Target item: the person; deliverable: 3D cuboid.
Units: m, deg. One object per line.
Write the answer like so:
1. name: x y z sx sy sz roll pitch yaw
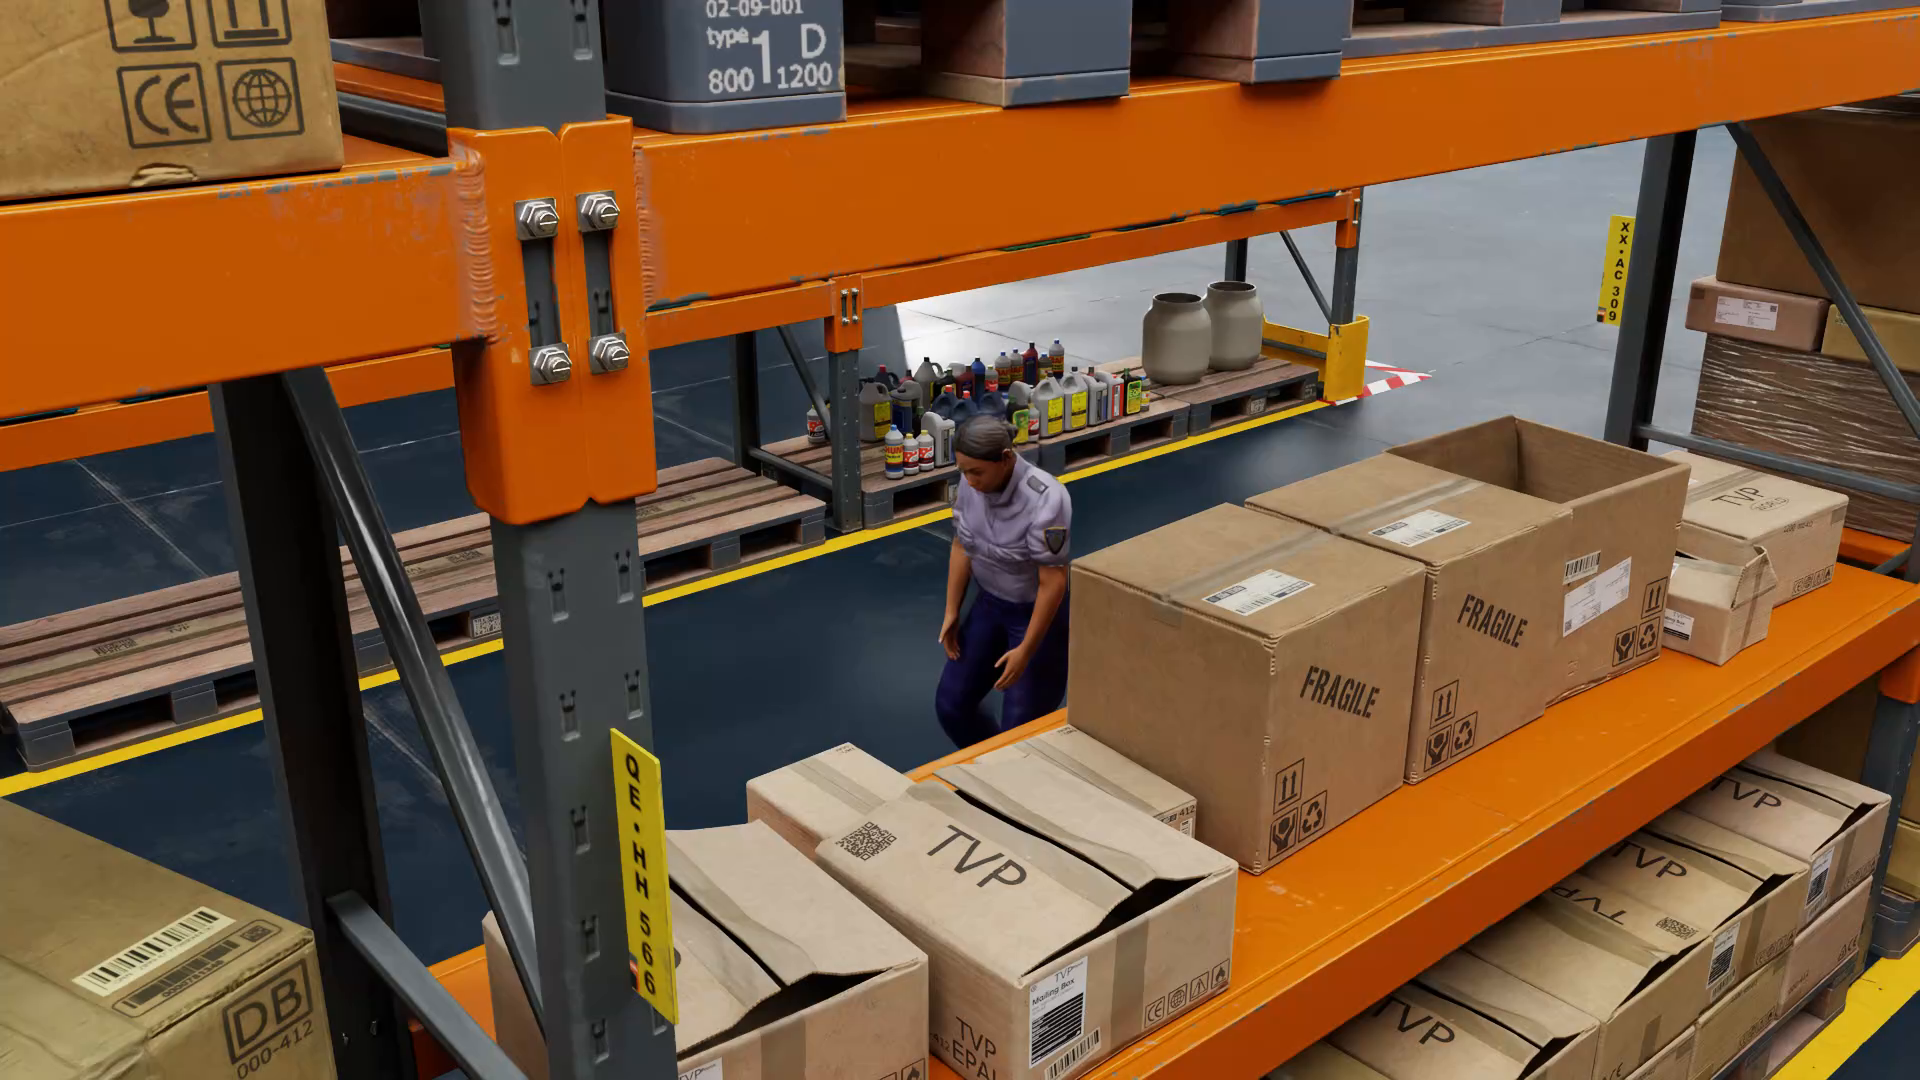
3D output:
1. person: 0.188 0.292 5.530 0.507 1.529 0.519 -17 27 -36
